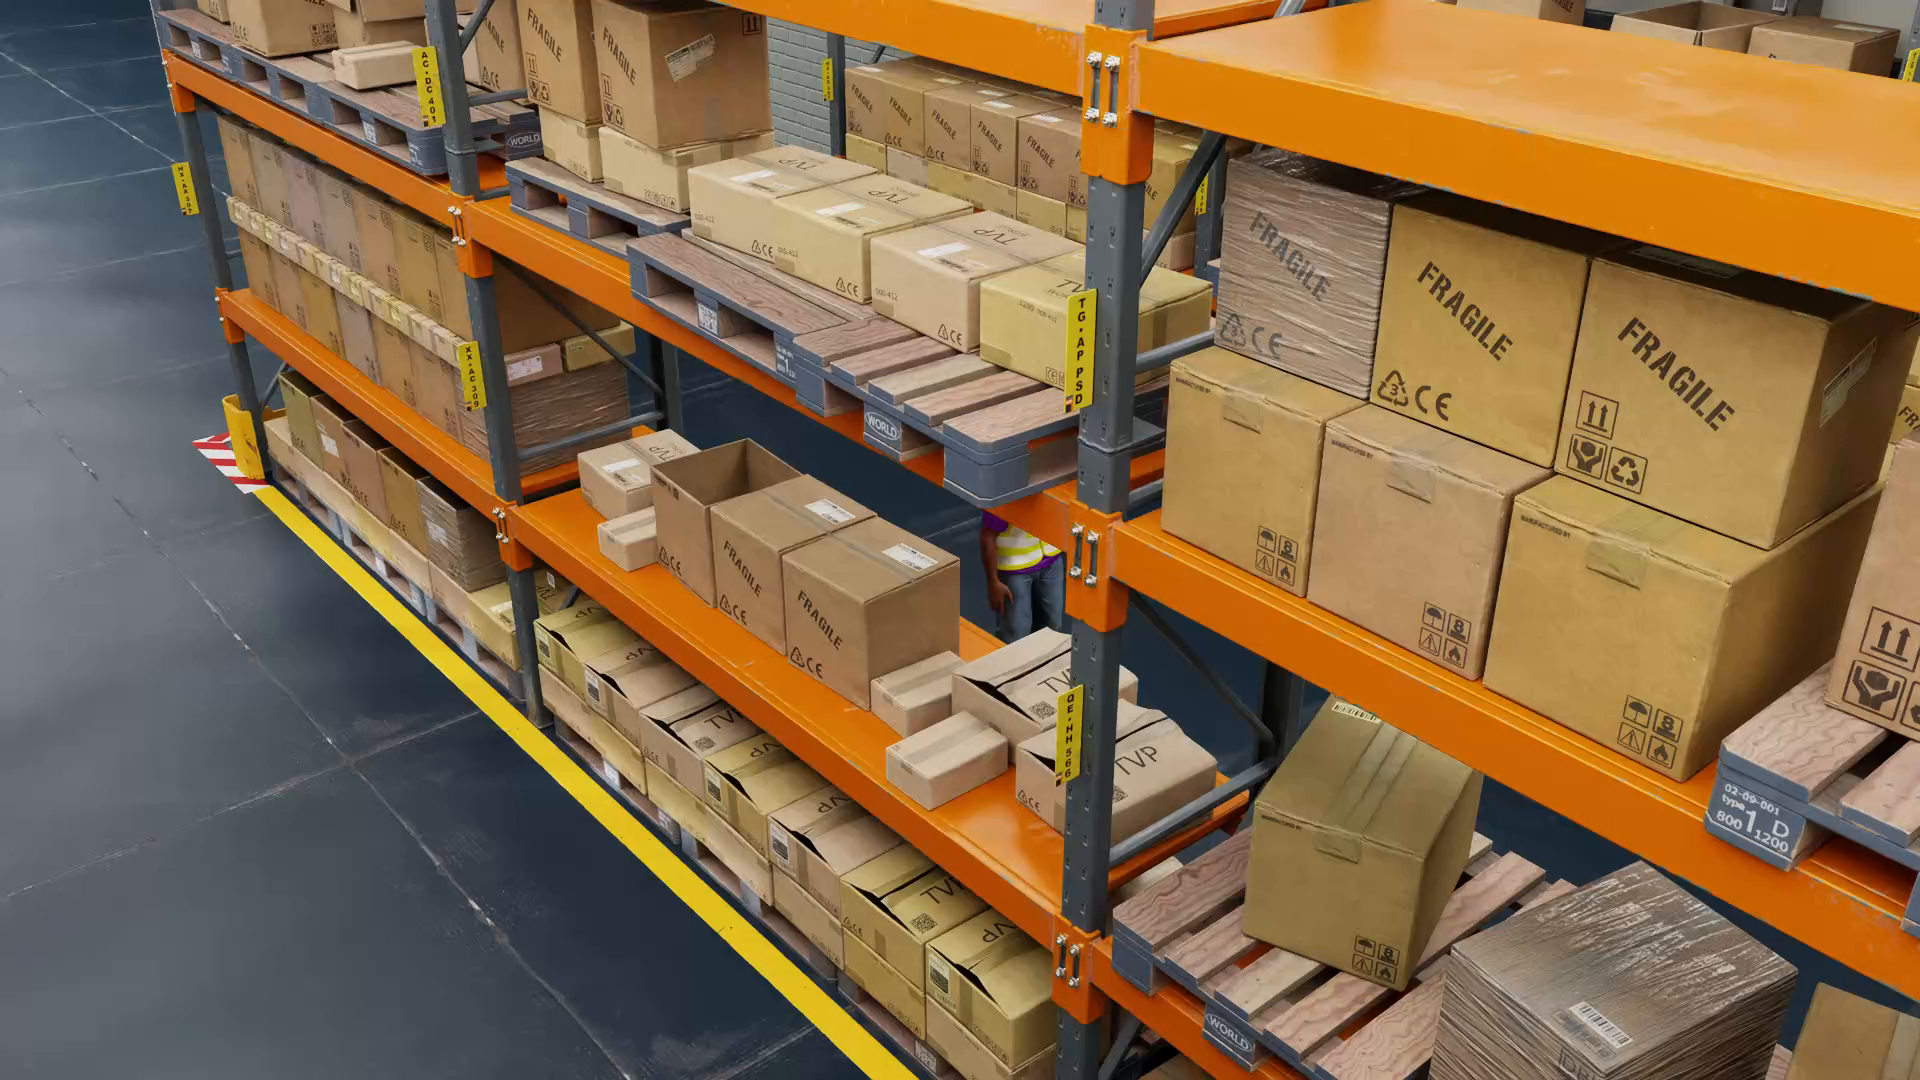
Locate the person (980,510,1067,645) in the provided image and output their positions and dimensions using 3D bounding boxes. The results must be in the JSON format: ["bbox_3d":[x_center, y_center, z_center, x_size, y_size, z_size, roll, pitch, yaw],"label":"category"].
[{"bbox_3d":[0.362,0.125,8.370,0.632,1.759,0.462,-24,36,-38],"label":"person"}]
